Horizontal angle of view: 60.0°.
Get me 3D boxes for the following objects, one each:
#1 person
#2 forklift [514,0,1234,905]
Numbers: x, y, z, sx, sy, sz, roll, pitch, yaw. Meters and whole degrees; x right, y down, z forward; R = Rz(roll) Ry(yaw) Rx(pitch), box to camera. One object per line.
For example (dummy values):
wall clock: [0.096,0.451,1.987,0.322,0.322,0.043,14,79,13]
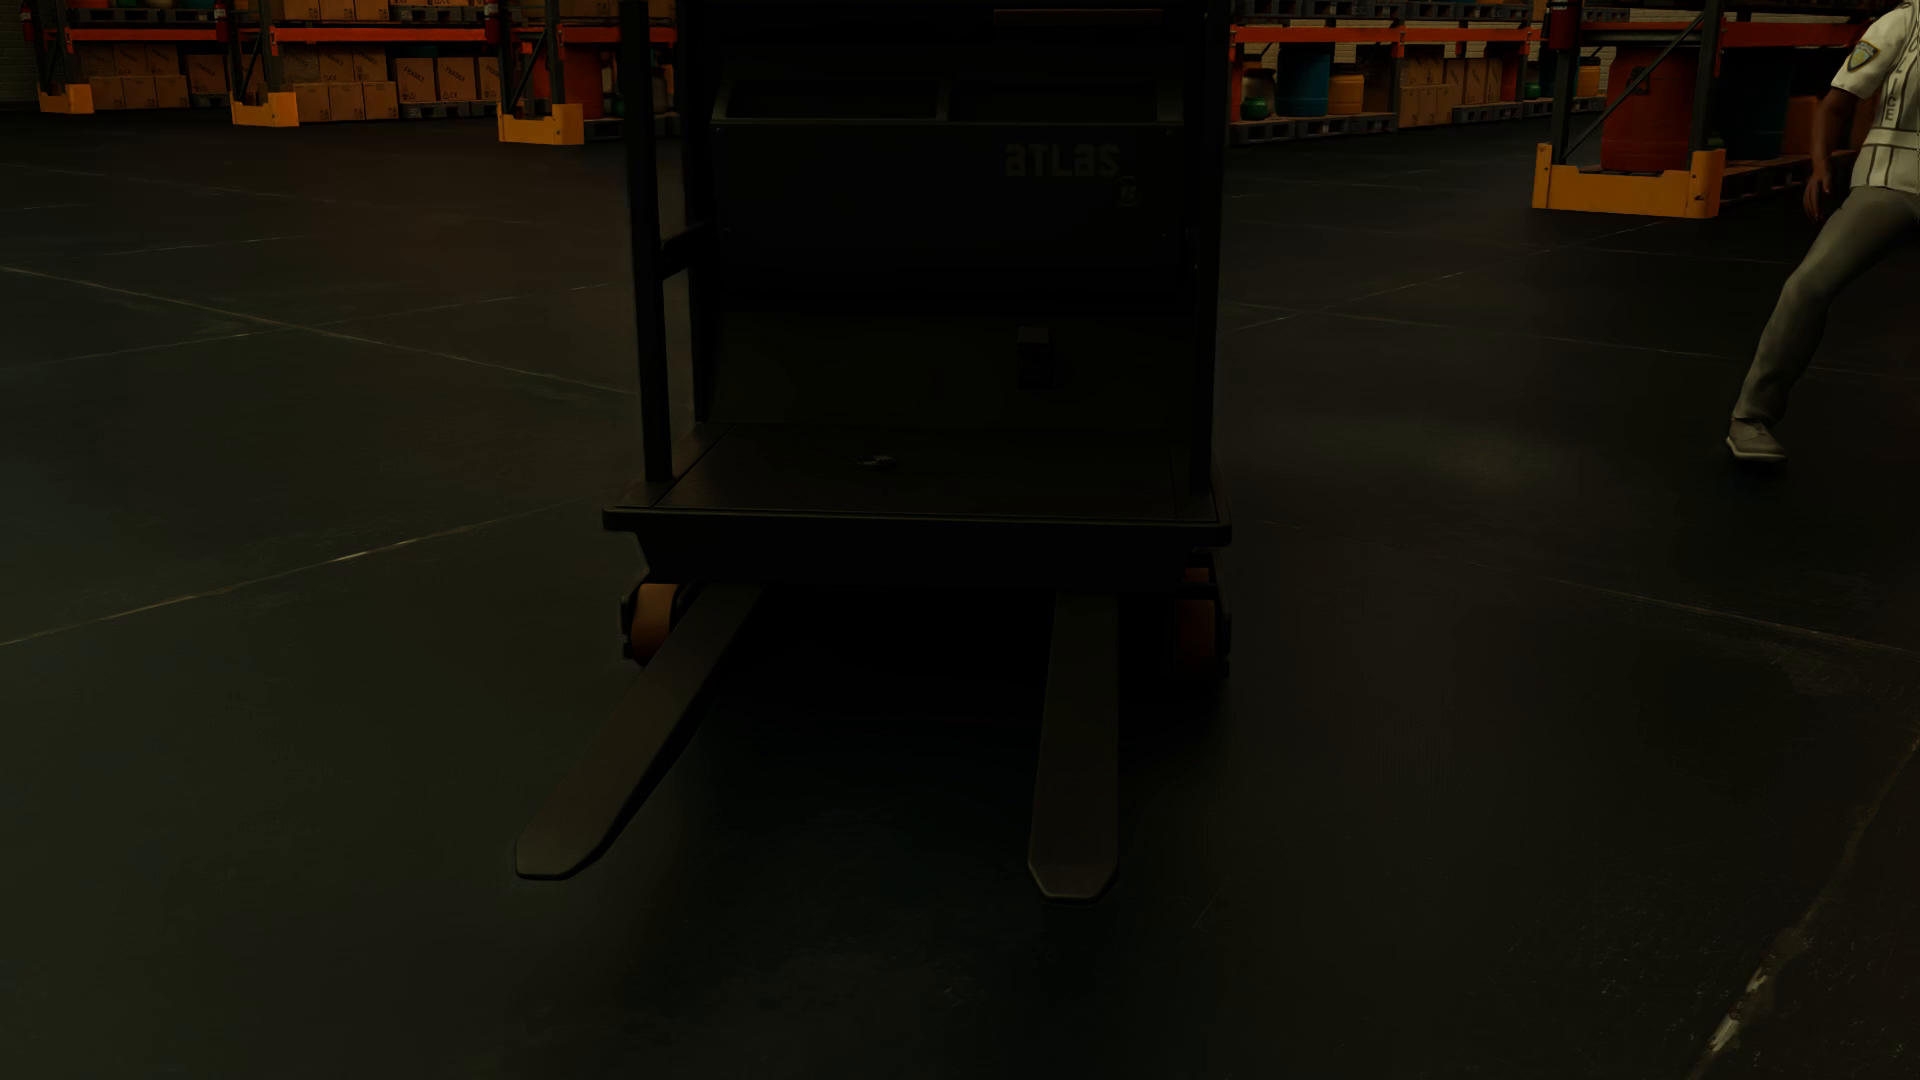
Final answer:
person: [2.695,-0.926,4.514,0.951,1.520,0.884,8,19,24]
forklift: [-0.041,-1.235,2.964,1.130,2.935,3.031,2,17,5]
